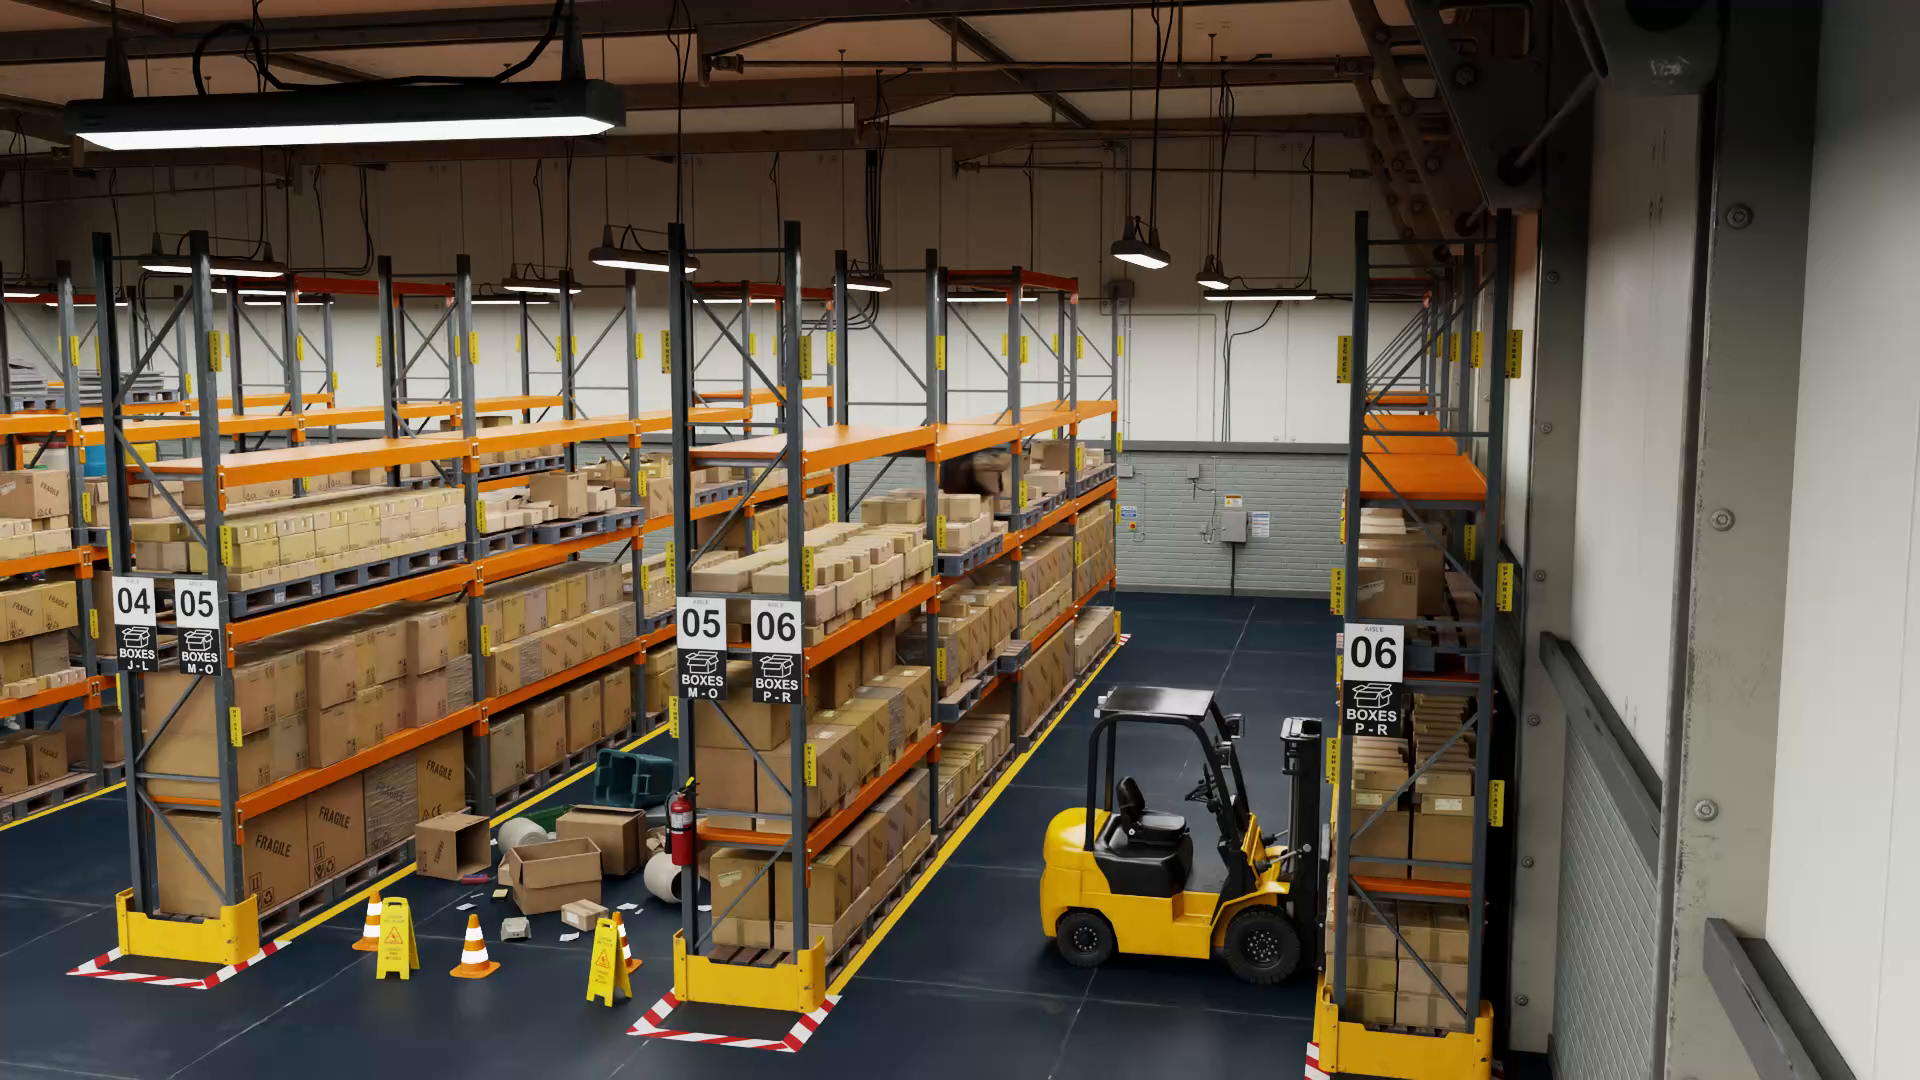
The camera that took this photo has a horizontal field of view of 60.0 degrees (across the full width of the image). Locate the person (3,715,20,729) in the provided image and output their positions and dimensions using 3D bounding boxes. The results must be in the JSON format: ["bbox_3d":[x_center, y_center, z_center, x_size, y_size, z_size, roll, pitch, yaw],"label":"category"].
[{"bbox_3d":[-12.743,1.654,21.870,0.472,1.810,0.650,6,9,42],"label":"person"}]
